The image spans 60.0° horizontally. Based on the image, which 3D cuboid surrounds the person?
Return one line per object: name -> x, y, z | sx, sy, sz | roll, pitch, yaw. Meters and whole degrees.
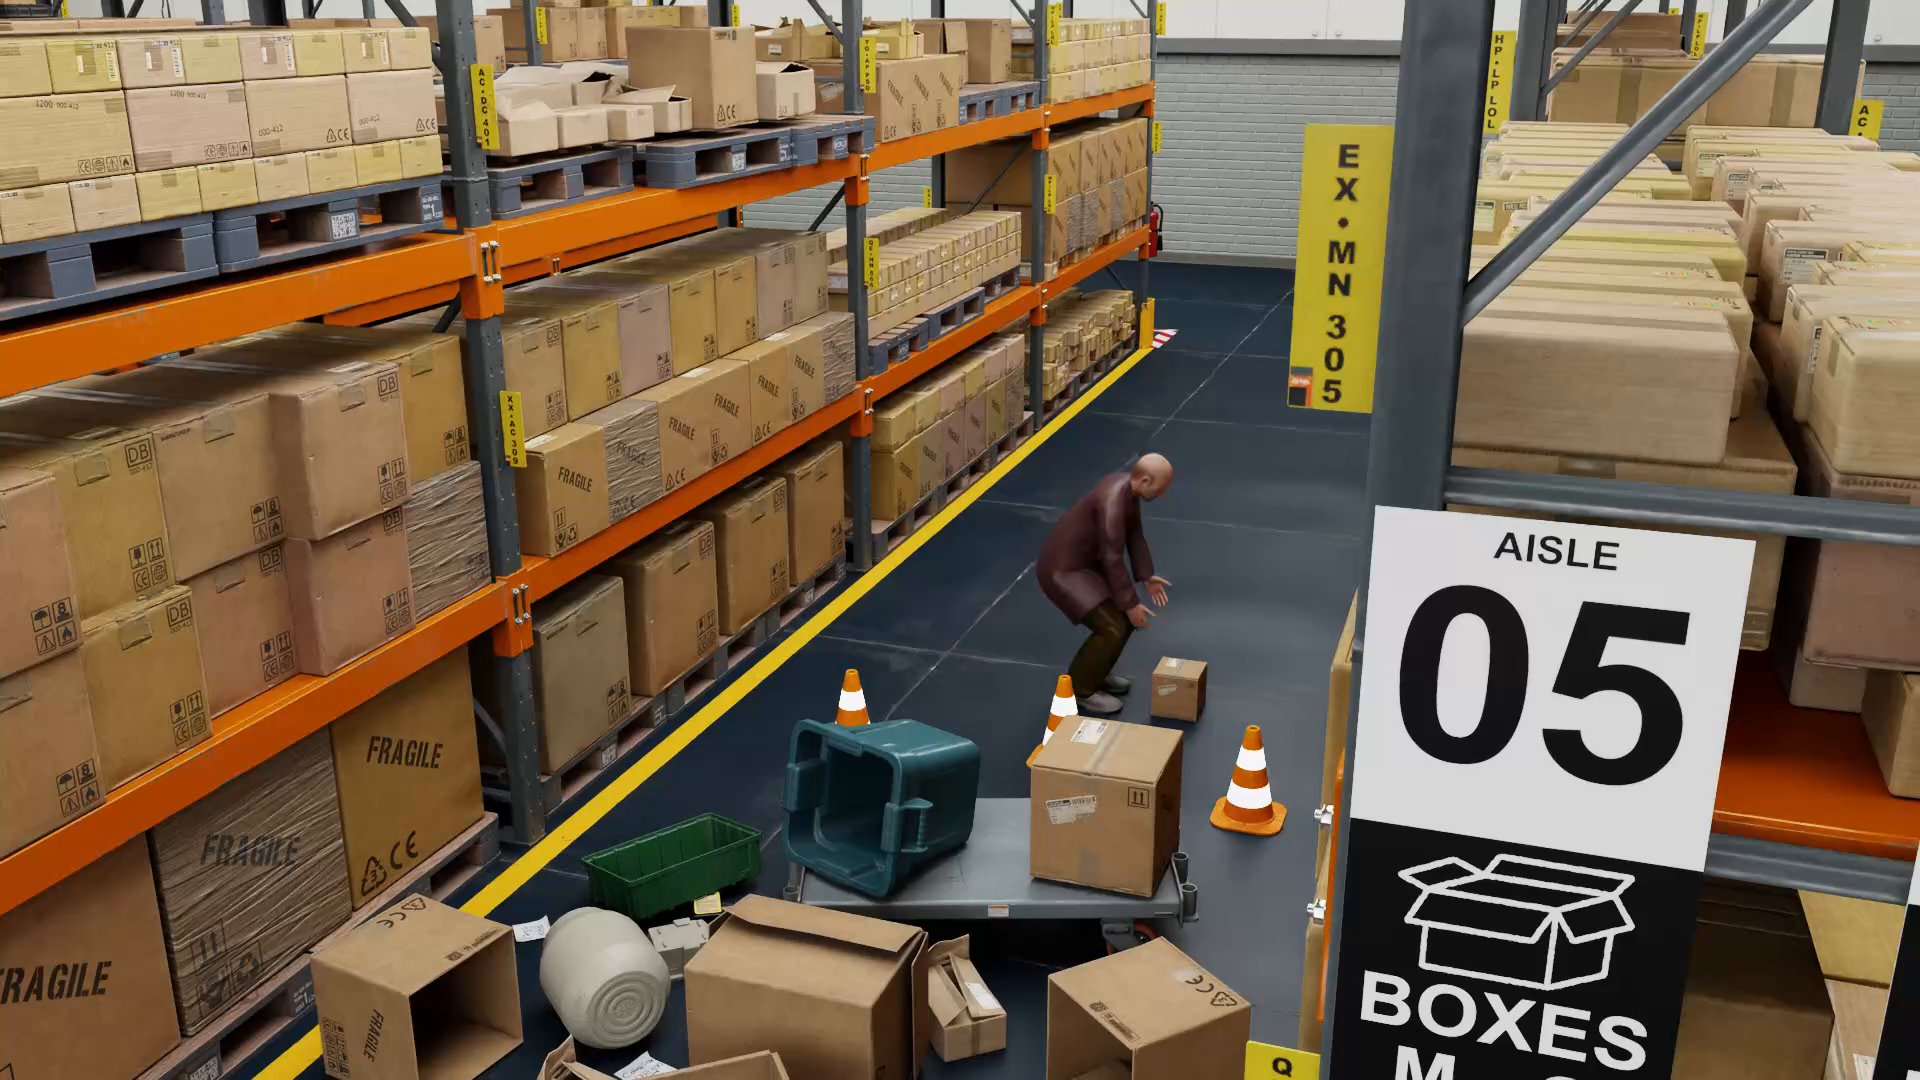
person -> 0.781, 0.202, 9.065 | 0.719, 1.410, 0.630 | 6, 19, 18
